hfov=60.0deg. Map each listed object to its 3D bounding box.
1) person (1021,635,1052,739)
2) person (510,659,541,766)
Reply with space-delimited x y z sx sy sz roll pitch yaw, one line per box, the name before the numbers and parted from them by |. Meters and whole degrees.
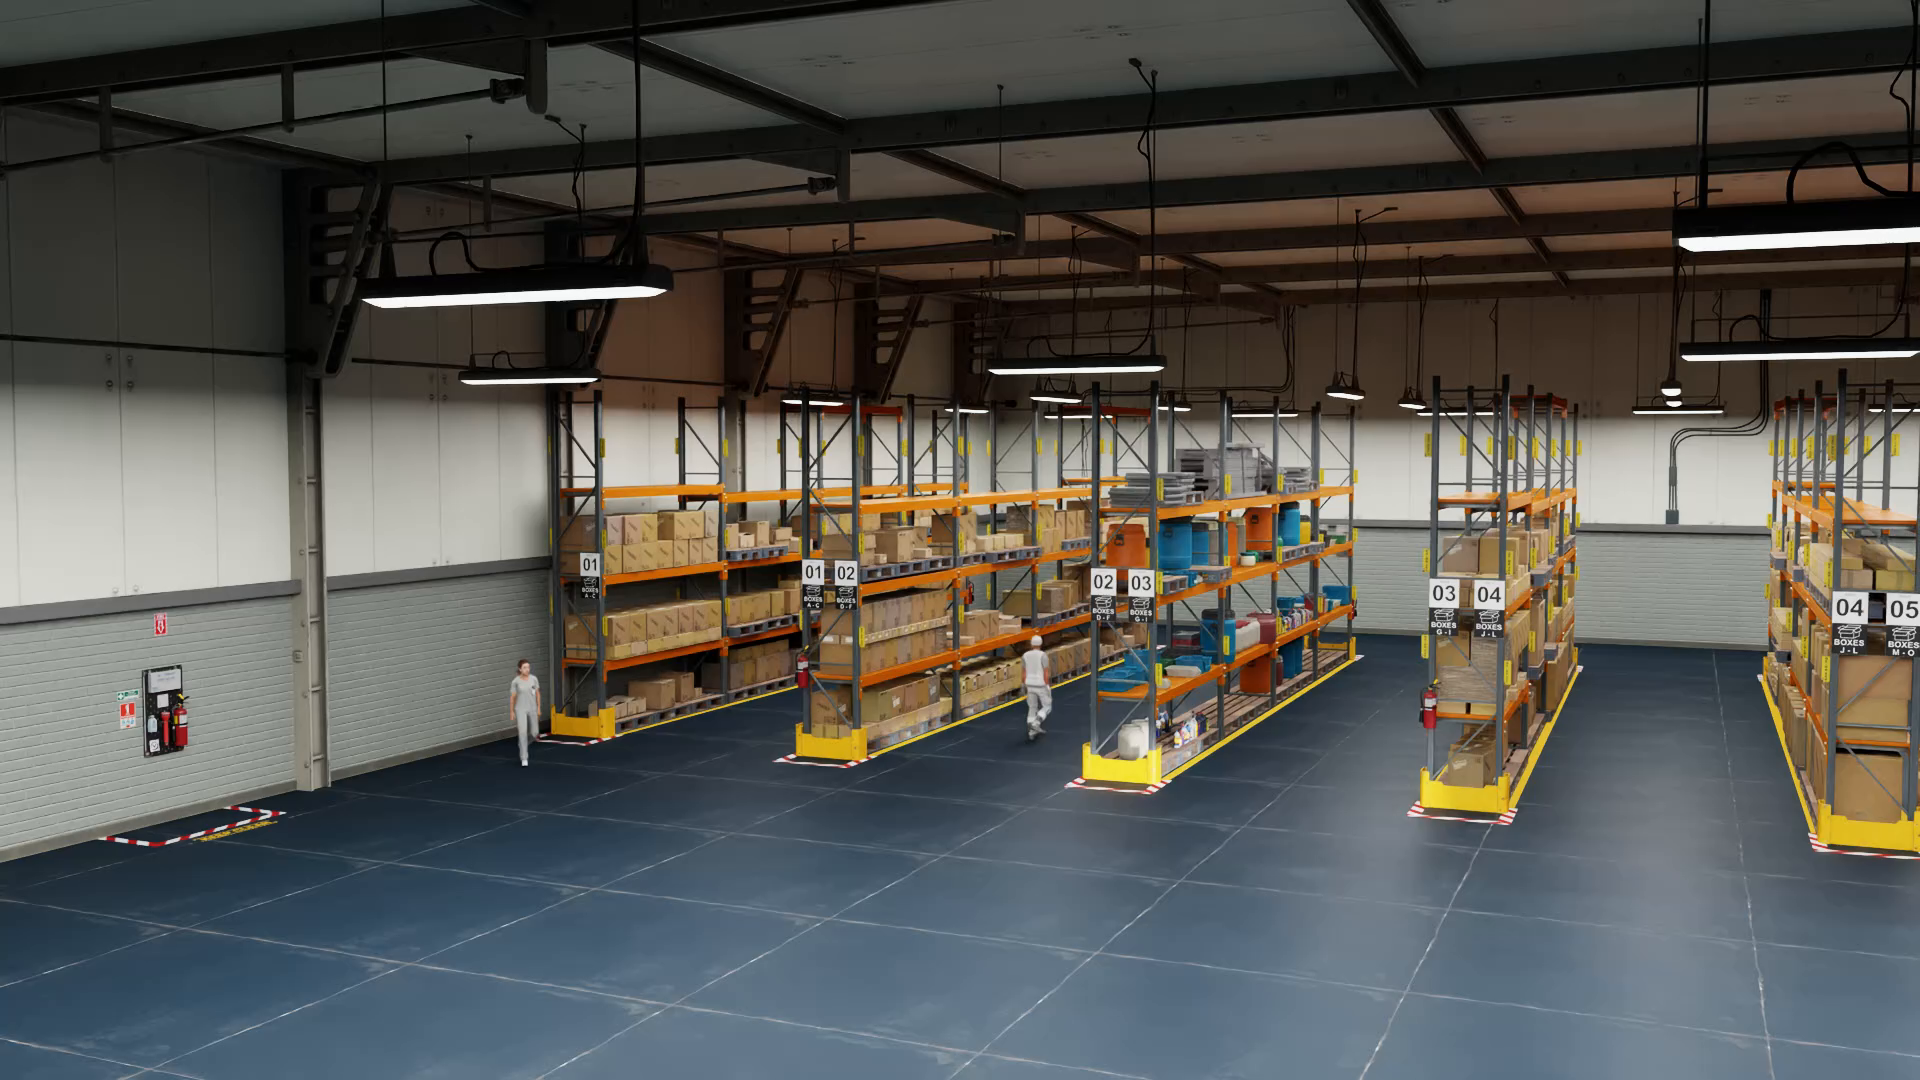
person | 1.285 2.526 28.616 0.584 1.781 0.490 2 4 36
person | -6.901 2.706 26.383 0.498 1.649 0.801 -2 4 -32
